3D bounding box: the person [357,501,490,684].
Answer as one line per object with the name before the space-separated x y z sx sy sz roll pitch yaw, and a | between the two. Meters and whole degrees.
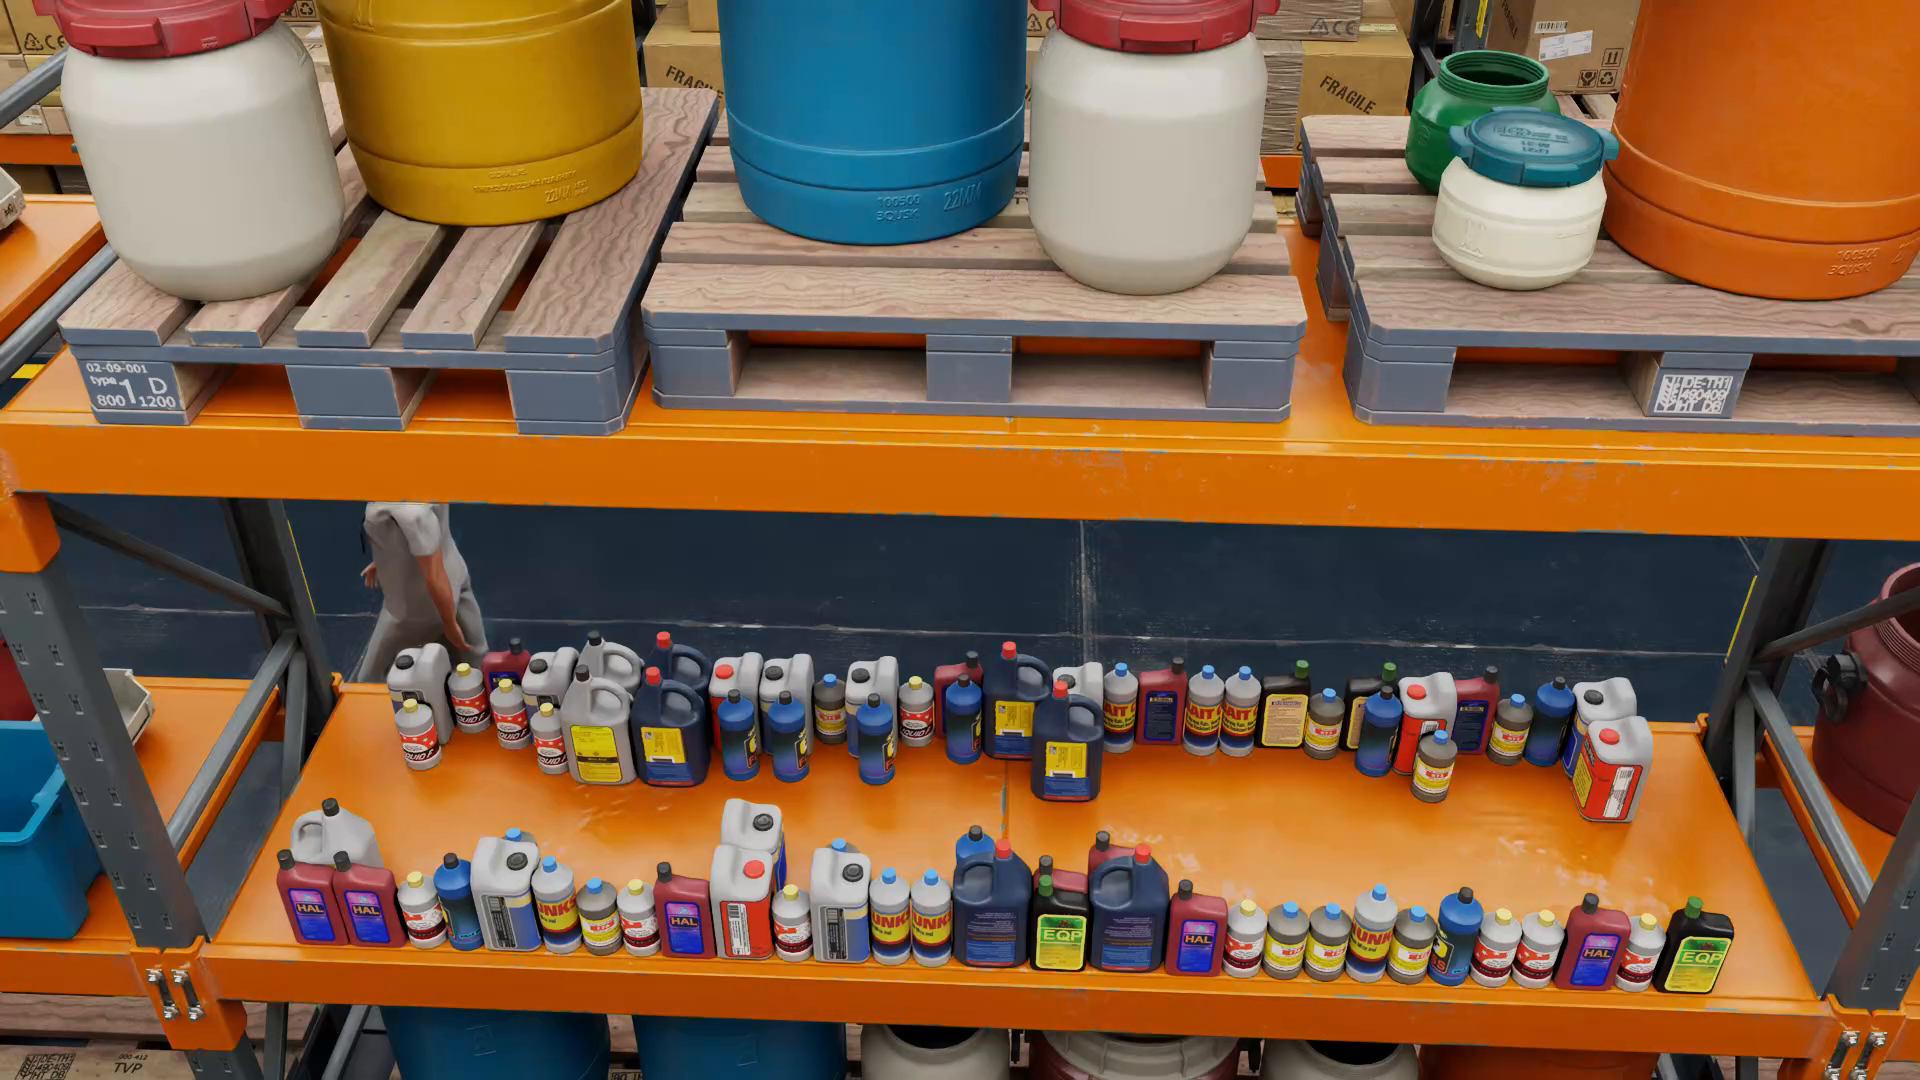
person | -1.955 0.220 5.865 0.712 1.707 0.445 -2 36 -2
